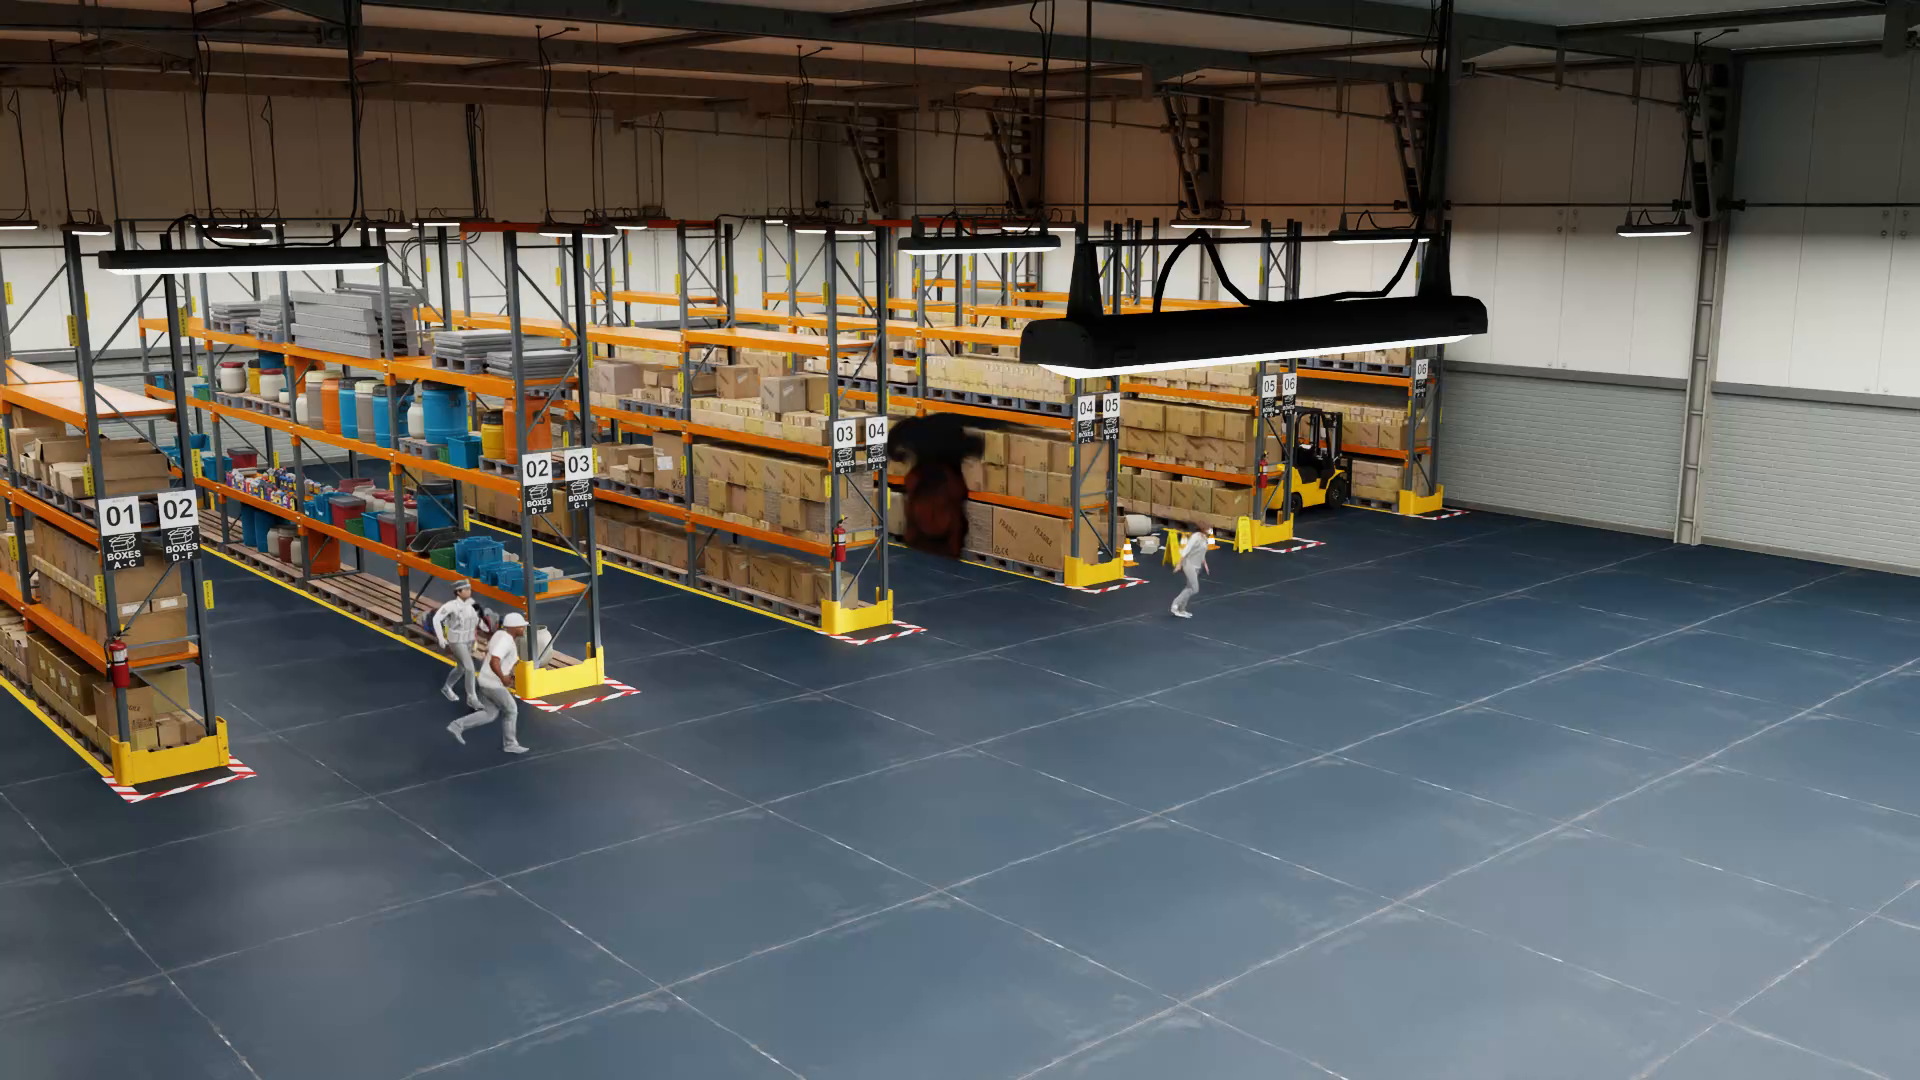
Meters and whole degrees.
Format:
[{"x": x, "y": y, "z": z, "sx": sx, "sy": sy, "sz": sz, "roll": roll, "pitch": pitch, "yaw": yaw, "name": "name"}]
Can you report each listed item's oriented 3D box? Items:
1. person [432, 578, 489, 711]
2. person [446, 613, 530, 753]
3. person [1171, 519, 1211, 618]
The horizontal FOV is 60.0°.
[{"x": -6.364, "y": 1.303, "z": 21.148, "sx": 0.798, "sy": 1.685, "sz": 0.630, "roll": 5, "pitch": 13, "yaw": 24, "name": "person"}, {"x": -5.461, "y": 1.708, "z": 19.249, "sx": 0.994, "sy": 1.708, "sz": 0.710, "roll": -3, "pitch": 12, "yaw": -16, "name": "person"}, {"x": 3.586, "y": 0.442, "z": 25.798, "sx": 0.534, "sy": 1.558, "sz": 0.569, "roll": 6, "pitch": 13, "yaw": 27, "name": "person"}]
